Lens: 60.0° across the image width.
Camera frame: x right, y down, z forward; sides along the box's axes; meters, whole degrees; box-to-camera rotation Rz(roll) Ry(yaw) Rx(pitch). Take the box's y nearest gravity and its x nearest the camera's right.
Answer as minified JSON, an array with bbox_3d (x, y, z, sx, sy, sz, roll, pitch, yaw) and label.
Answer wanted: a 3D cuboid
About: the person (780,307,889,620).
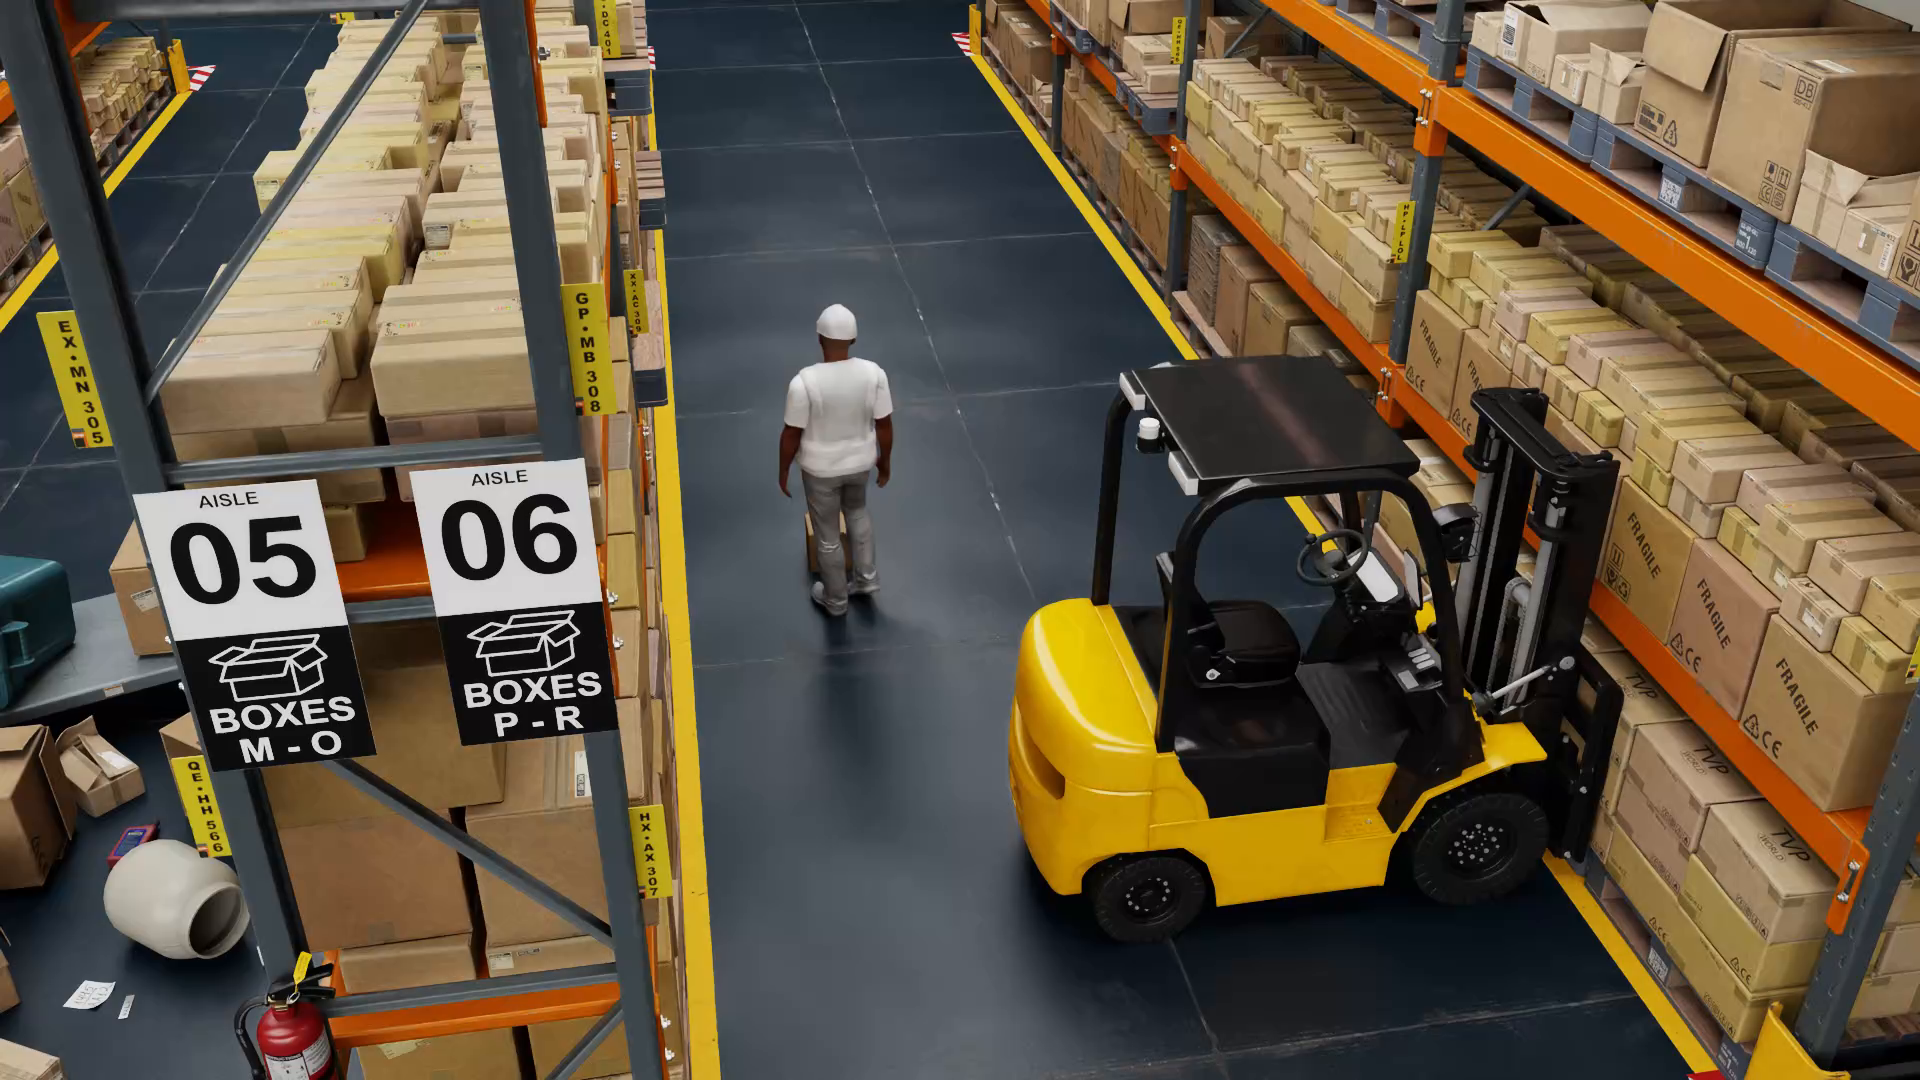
[{"bbox_3d":[-0.666,-0.416,8.825,0.563,1.766,0.417,-6,31,-9],"label":"person"}]
